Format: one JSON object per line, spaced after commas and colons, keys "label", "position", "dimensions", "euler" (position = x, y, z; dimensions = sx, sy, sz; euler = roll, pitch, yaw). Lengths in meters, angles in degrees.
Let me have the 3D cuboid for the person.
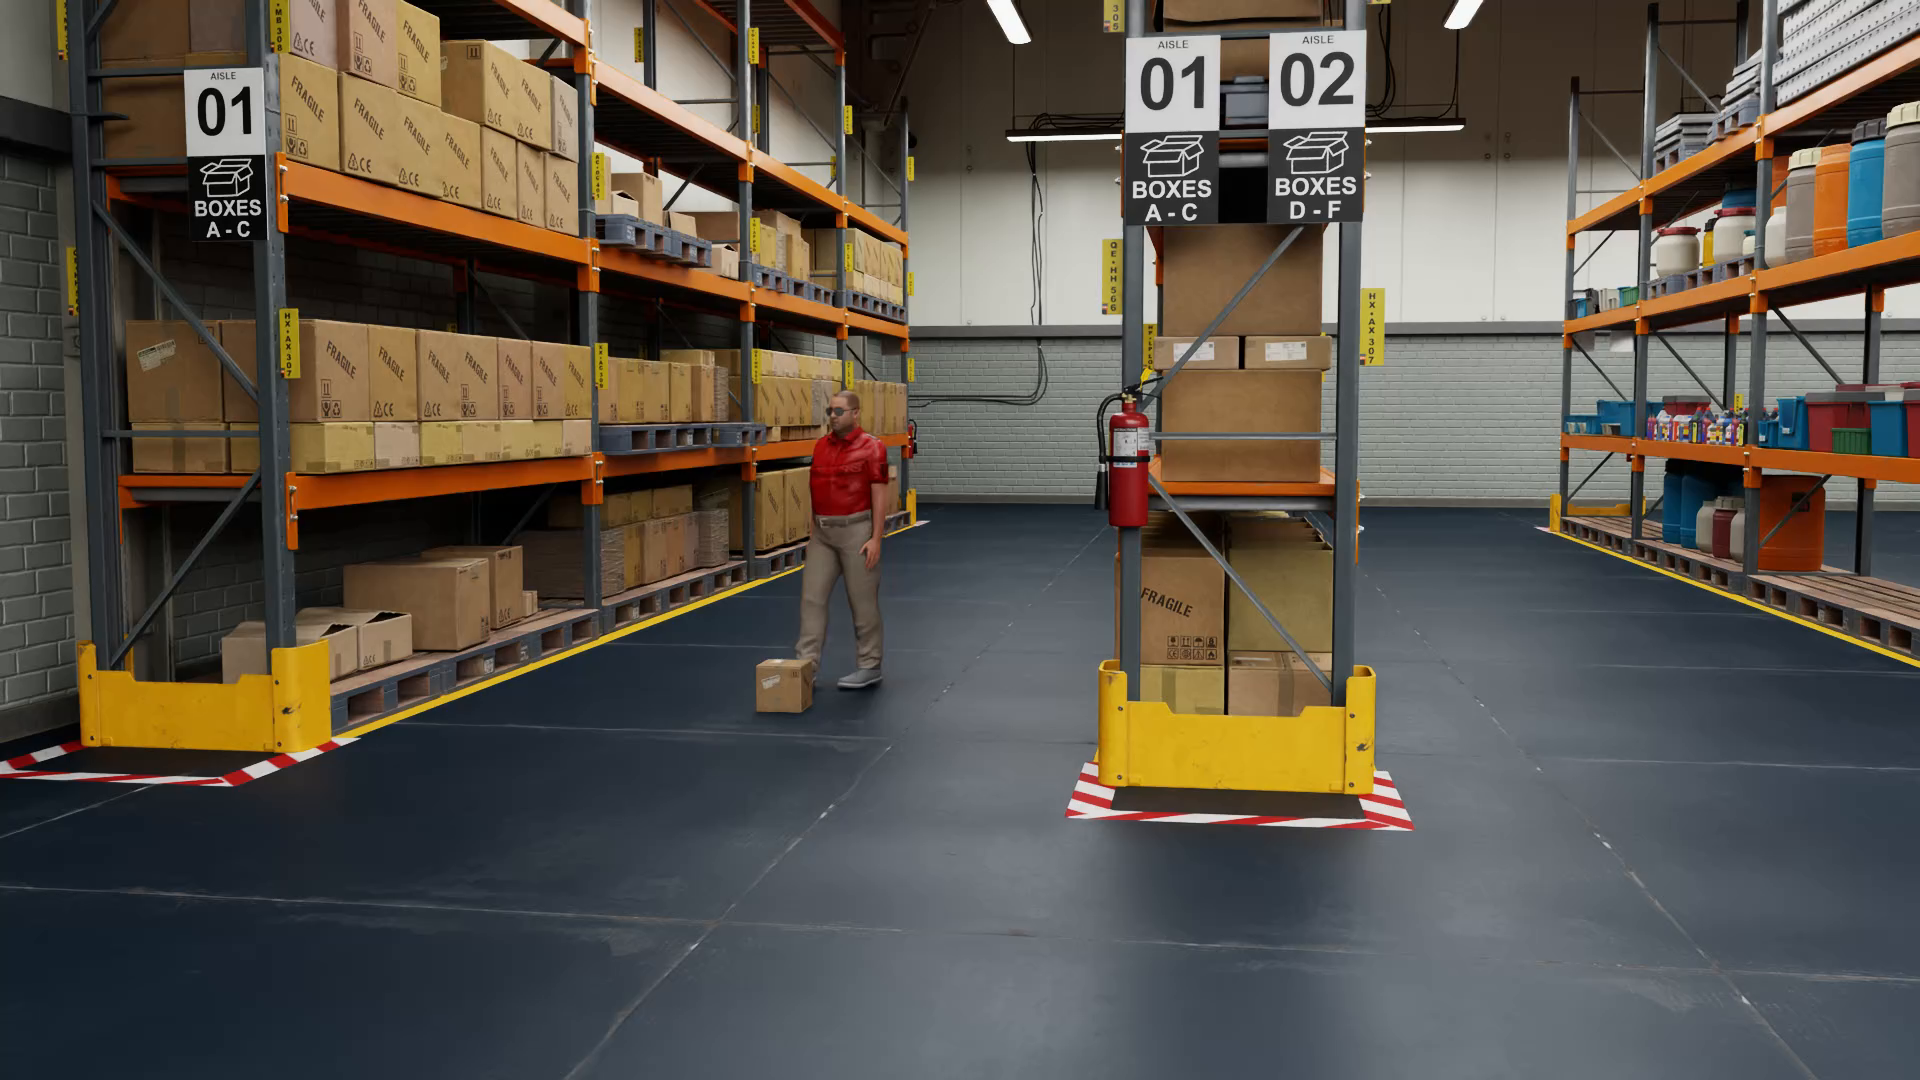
{"label": "person", "position": [-0.896, 0.019, 9.475], "dimensions": [0.548, 1.743, 0.546], "euler": [2, 5, 24]}
